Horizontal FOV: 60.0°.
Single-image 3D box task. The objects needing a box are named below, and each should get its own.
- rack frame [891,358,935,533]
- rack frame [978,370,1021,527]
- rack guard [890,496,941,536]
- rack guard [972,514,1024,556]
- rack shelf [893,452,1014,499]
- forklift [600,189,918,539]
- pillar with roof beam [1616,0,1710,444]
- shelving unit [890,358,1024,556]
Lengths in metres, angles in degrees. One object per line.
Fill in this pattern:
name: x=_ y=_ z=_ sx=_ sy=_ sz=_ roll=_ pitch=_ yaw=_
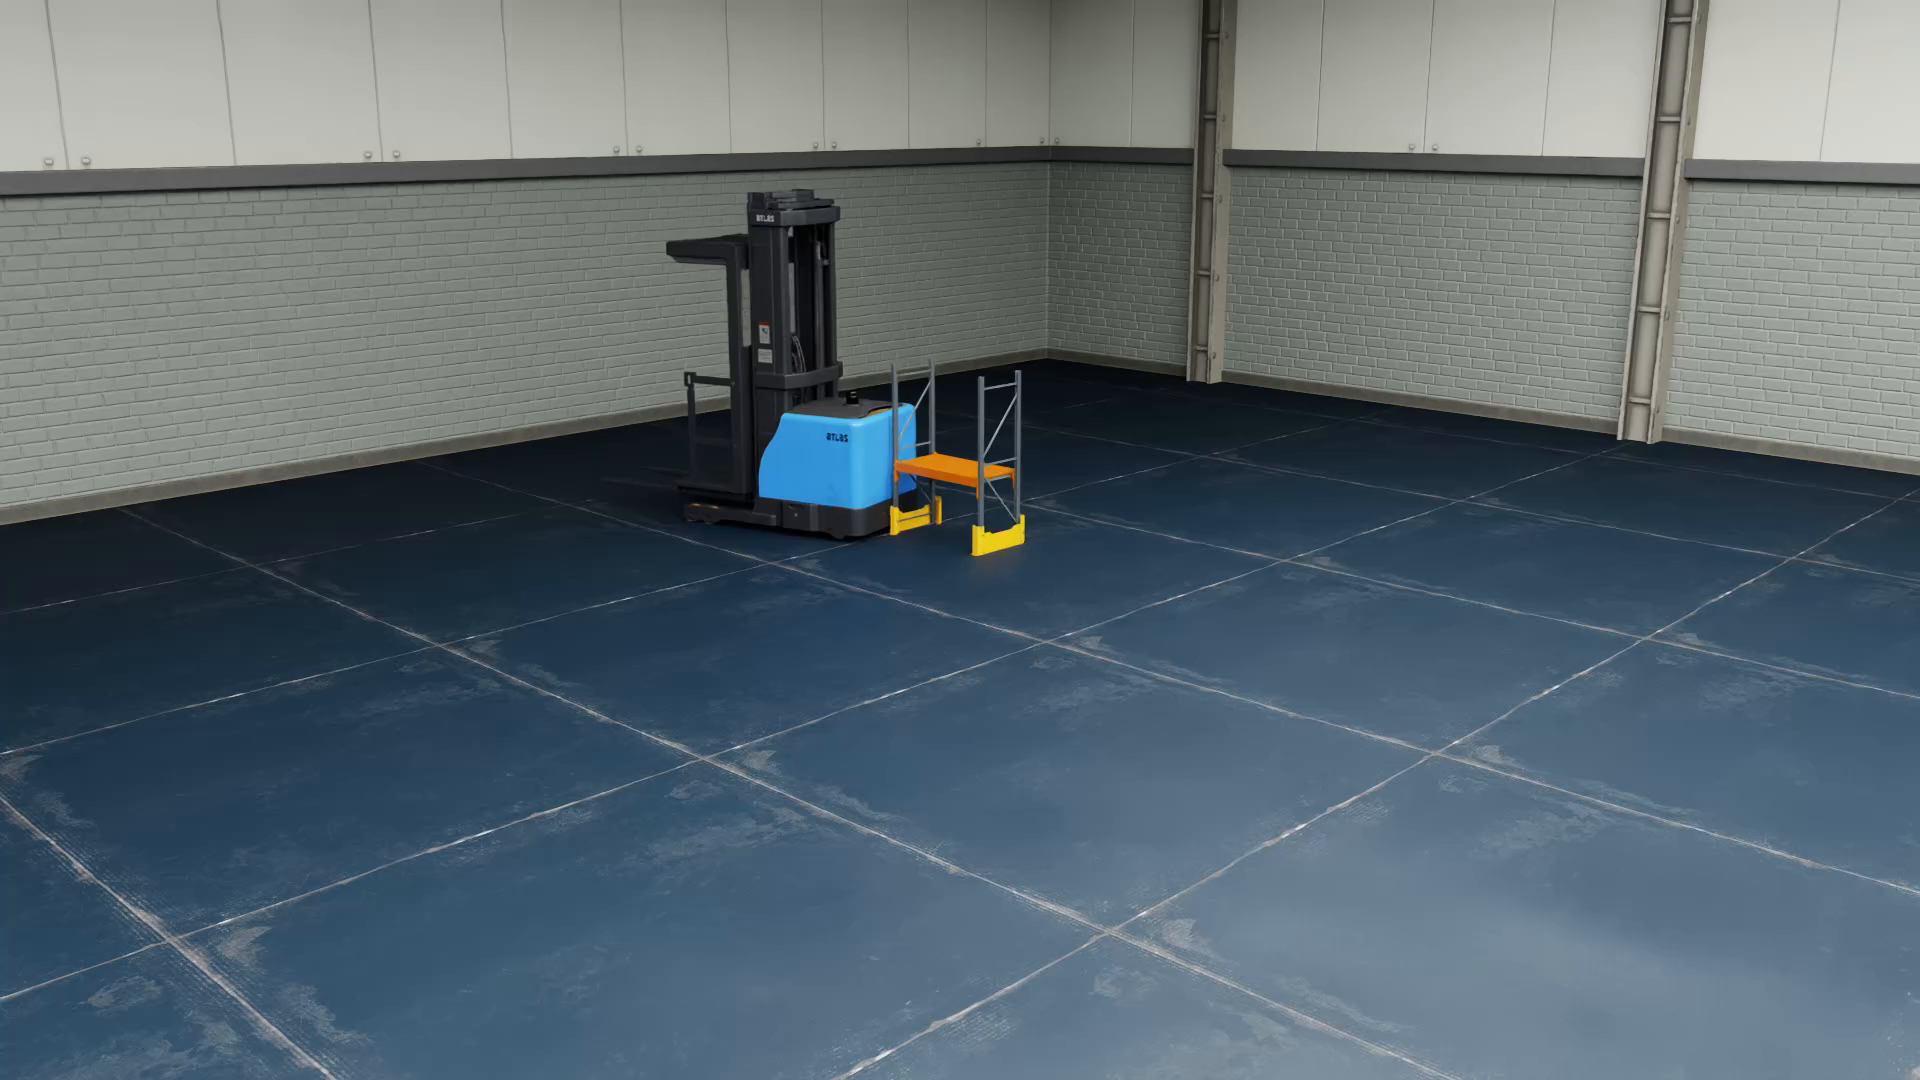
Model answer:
rack frame: x=-0.406 y=-0.827 z=14.631 sx=0.032 sy=1.500 sz=0.500 roll=14 pitch=20 yaw=42
rack frame: x=0.330 y=-0.650 z=13.952 sx=0.032 sy=1.500 sz=0.500 roll=14 pitch=20 yaw=42
rack guard: x=-0.392 y=-0.219 z=14.775 sx=0.087 sy=0.250 sz=0.587 roll=14 pitch=20 yaw=42
rack guard: x=0.329 y=-0.045 z=14.110 sx=0.087 sy=0.250 sz=0.587 roll=14 pitch=20 yaw=42
rack shelf: x=-0.038 y=-0.564 z=14.337 sx=1.000 sy=0.185 sz=0.538 roll=14 pitch=20 yaw=42
forklift: x=-1.925 y=-1.668 z=15.019 sx=3.031 sy=2.935 sz=1.130 roll=8 pitch=17 yaw=28
pillar with roof beam: x=4.680 y=-4.704 z=14.639 sx=0.400 sy=9.000 sz=9.100 roll=14 pitch=20 yaw=42
shelving unit: x=-0.032 y=-0.737 z=14.285 sx=1.083 sy=1.500 sz=0.587 roll=14 pitch=20 yaw=42
